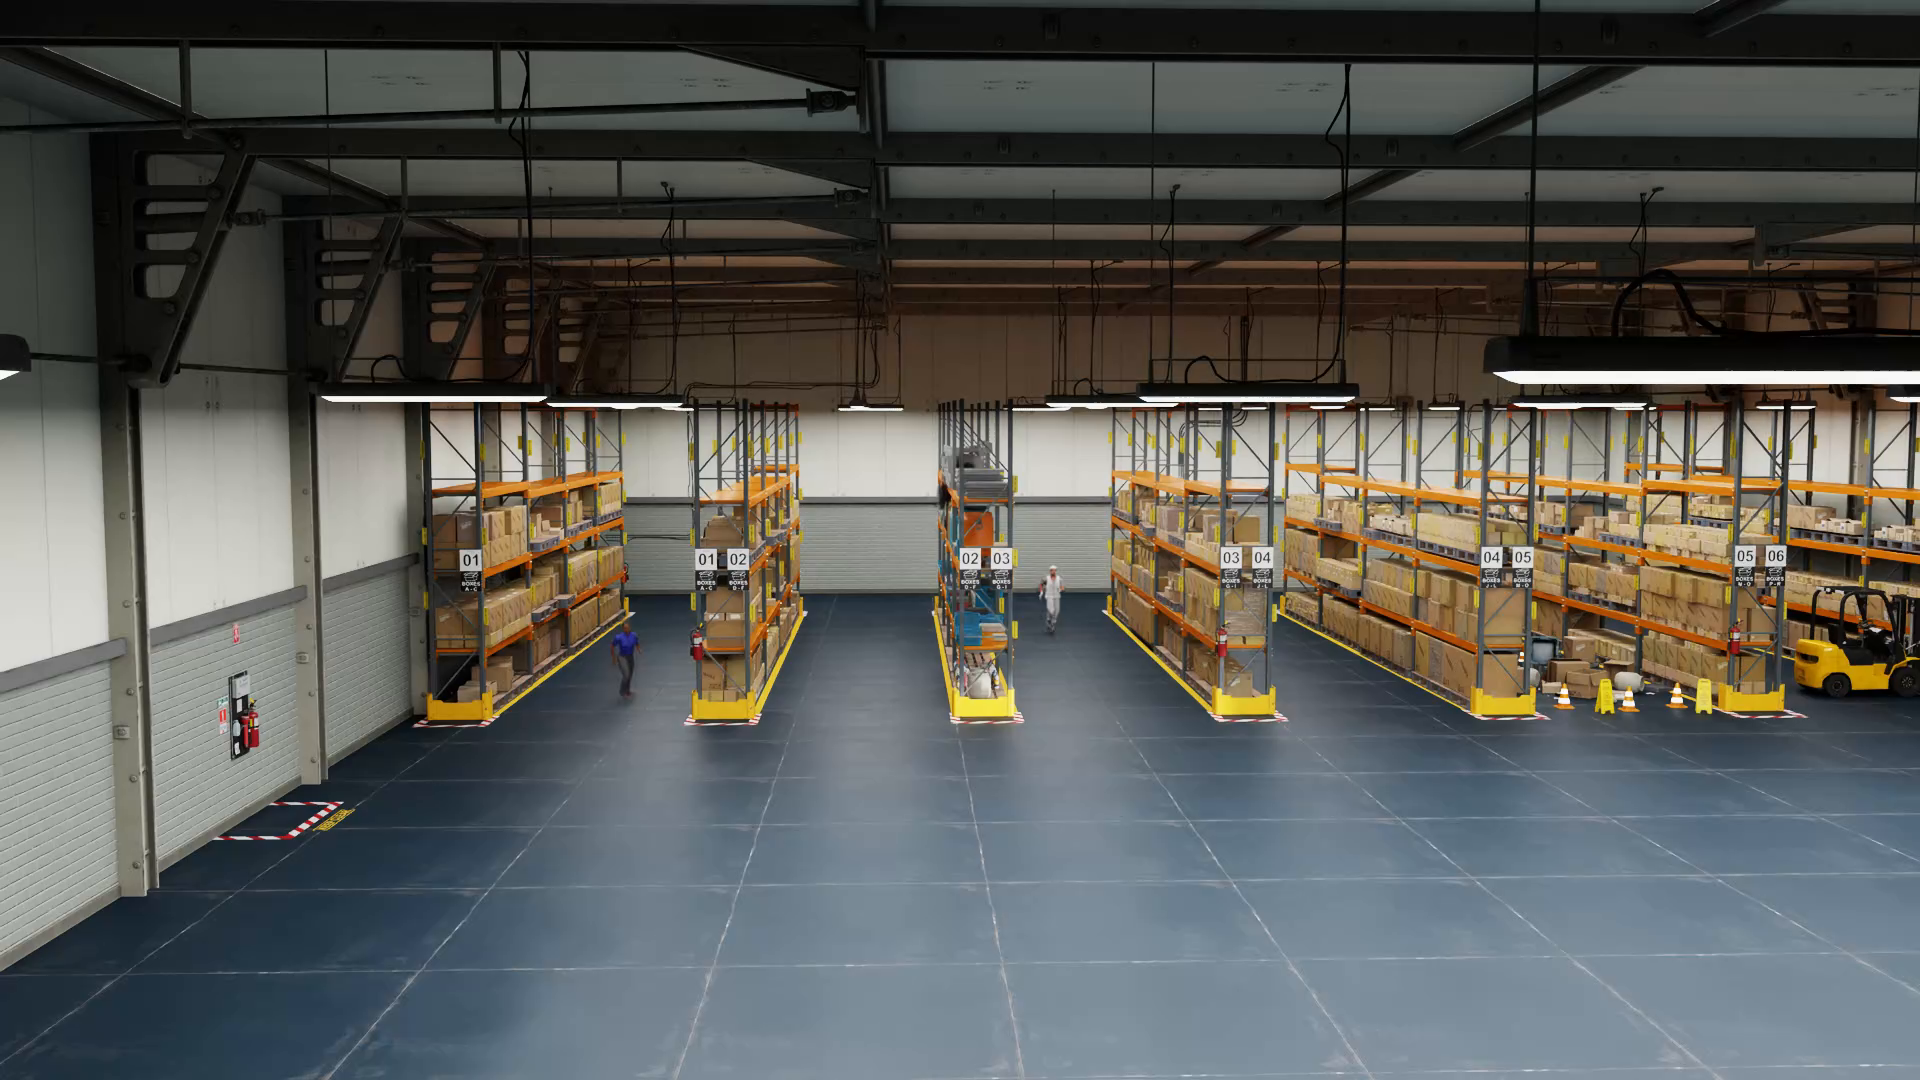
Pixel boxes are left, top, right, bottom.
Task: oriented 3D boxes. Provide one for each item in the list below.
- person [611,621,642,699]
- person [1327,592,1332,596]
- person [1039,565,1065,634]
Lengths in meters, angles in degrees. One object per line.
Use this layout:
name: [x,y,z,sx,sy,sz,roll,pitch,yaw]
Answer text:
person: [-6.670,2.429,33.478,0.817,1.631,0.608,3,6,39]
person: [10.909,1.188,48.452,0.904,1.654,0.644,4,6,43]
person: [2.412,1.550,43.203,0.643,1.783,0.702,-1,4,-14]
